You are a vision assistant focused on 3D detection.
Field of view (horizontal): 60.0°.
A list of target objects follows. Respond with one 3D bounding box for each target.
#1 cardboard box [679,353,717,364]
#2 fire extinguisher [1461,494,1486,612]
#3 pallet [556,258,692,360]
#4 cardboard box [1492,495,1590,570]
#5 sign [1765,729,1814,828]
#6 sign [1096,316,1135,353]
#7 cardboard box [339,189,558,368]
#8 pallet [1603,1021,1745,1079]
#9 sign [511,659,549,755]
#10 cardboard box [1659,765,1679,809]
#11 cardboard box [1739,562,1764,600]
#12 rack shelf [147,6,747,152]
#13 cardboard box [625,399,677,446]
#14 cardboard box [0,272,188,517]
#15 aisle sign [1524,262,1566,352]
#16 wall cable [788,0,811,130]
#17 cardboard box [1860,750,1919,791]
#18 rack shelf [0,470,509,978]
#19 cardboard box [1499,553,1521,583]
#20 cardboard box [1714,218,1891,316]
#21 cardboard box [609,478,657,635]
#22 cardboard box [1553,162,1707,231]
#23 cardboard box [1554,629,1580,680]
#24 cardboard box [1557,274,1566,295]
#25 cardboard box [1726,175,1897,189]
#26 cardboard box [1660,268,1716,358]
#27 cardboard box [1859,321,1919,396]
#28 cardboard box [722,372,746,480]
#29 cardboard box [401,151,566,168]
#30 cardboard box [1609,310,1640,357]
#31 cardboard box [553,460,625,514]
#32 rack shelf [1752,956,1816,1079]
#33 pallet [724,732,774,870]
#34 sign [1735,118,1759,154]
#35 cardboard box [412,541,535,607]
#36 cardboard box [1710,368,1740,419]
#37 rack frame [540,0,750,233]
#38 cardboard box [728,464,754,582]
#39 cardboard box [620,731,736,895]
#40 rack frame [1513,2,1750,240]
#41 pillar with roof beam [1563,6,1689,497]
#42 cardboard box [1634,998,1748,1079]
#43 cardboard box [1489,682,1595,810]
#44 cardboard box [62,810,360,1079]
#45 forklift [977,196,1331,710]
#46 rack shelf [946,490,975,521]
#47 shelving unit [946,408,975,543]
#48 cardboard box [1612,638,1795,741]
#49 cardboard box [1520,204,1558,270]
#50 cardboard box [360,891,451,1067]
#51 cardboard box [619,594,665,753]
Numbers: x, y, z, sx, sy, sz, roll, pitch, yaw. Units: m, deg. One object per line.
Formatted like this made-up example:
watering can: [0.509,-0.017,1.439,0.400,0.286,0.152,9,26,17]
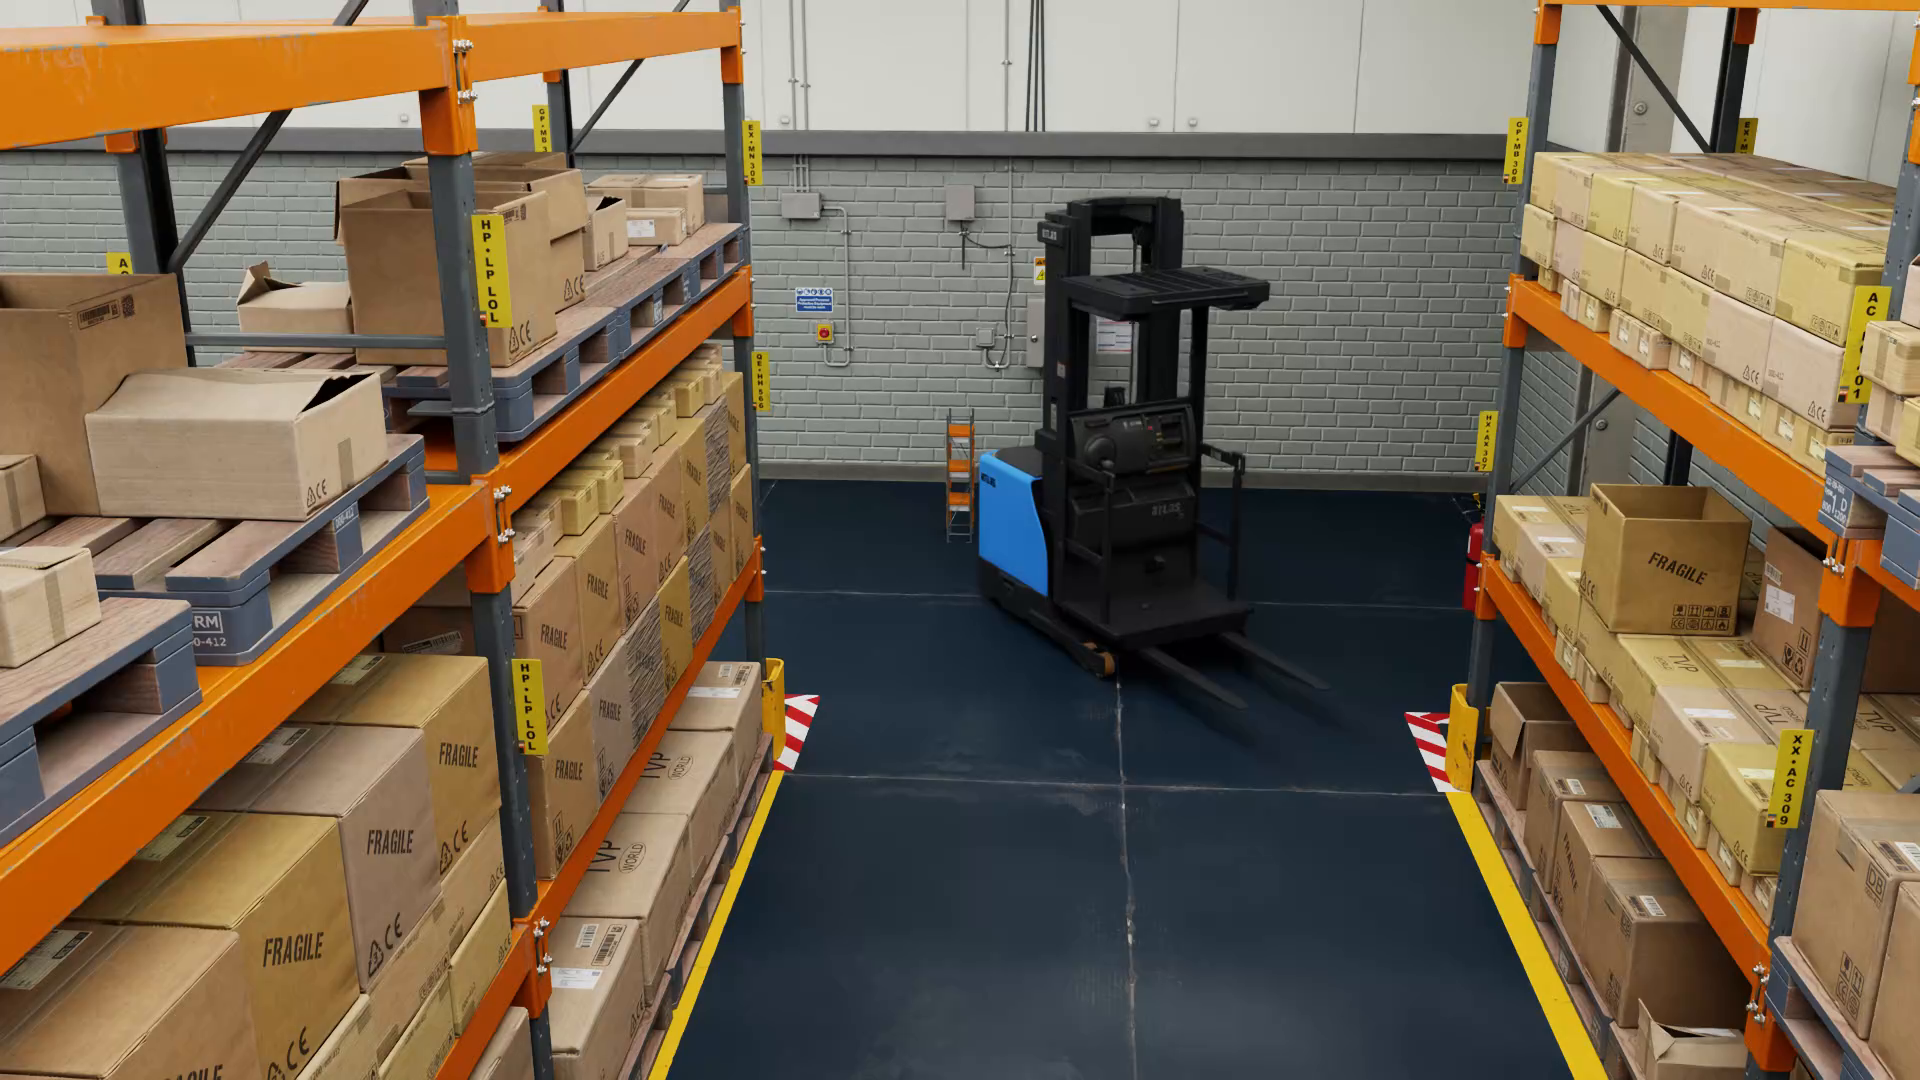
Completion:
cardboard box: [-1.438,-0.845,8.377,0.380,0.149,0.250,2,18,5]
fire extinguisher: [2.883,0.058,9.152,0.296,0.674,0.183,1,18,4]
pallet: [-1.745,-0.982,6.929,1.003,0.211,1.213,1,18,4]
cardboard box: [3.032,-0.035,8.476,0.500,0.250,0.500,1,18,4]
sign: [2.505,0.721,5.014,0.100,0.325,0.005,1,18,4]
sign: [1.356,-1.877,14.487,0.329,0.494,0.001,1,18,4]
cardboard box: [-1.653,-0.865,5.433,0.500,0.500,0.500,2,18,5]
pallet: [3.097,2.254,6.204,1.003,0.211,1.213,1,18,4]
sign: [-1.362,0.529,5.258,0.100,0.325,0.005,1,18,4]
cardboard box: [2.855,0.914,6.221,0.380,0.149,0.250,2,18,5]
cardboard box: [3.487,0.293,7.476,0.500,0.250,0.500,2,18,6]
rack shelf: [-1.761,-1.907,6.590,1.077,0.370,4.000,1,18,4]
cardboard box: [-1.480,-0.527,7.406,0.380,0.149,0.250,2,18,5]
cardboard box: [-2.257,-0.372,4.090,0.500,0.500,0.500,1,18,3]
aisle sign: [3.046,-1.363,8.590,0.394,0.787,0.004,1,18,4]
wall cable: [-1.491,-4.833,13.722,0.463,3.000,0.029,1,18,4]
cardboard box: [3.352,0.925,5.547,0.500,0.250,0.500,1,18,3]
rack shelf: [-2.048,0.570,3.203,1.077,0.370,4.000,1,18,4]
cardboard box: [3.036,0.115,8.657,0.380,0.149,0.250,1,18,3]
cardboard box: [2.870,-0.911,5.528,0.500,0.250,0.500,1,18,3]
cardboard box: [-1.538,0.052,6.681,0.500,0.500,0.500,2,18,5]
cardboard box: [2.996,-1.543,7.458,0.500,0.250,0.500,1,18,4]
cardboard box: [2.894,0.514,7.439,0.380,0.149,0.250,1,18,2]
cardboard box: [3.086,-1.230,7.946,0.380,0.149,0.250,2,18,5]
cardboard box: [3.516,-1.367,6.920,0.500,0.250,0.500,1,18,4]
cardboard box: [2.907,-0.829,6.082,0.500,0.250,0.500,2,18,5]
cardboard box: [2.588,-0.469,4.311,0.380,0.149,0.250,2,18,6]
cardboard box: [-1.415,-0.577,8.601,0.500,0.500,0.500,2,18,6]
cardboard box: [-1.912,-1.307,6.781,0.500,0.500,0.500,2,18,5]
cardboard box: [2.872,-0.838,6.750,0.380,0.149,0.250,1,18,4]
cardboard box: [-1.517,-0.208,6.433,0.380,0.149,0.250,1,18,2]
rack shelf: [2.903,2.105,3.336,1.077,0.370,4.000,1,18,4]
pallet: [-1.597,1.366,8.916,1.003,0.211,1.213,1,18,4]
sign: [3.886,-1.927,8.249,0.100,0.325,0.005,1,18,4]
cardboard box: [-1.623,0.110,5.463,0.380,0.149,0.250,1,18,3]
cardboard box: [2.849,-0.517,5.770,0.380,0.149,0.250,1,18,4]
rack frame: [-1.618,-3.060,8.311,1.000,3.000,0.127,1,18,4]
cardboard box: [-1.388,-0.101,8.754,0.500,0.500,0.500,1,18,4]
cardboard box: [-1.622,1.300,8.078,0.875,0.438,0.875,2,18,5]
rack frame: [3.334,-2.951,7.976,1.000,3.000,0.127,1,18,4]
pillar with roof beam: [0.132,-3.864,10.764,9.100,9.000,0.400,1,18,4]
cardboard box: [2.819,1.952,6.366,0.396,0.266,0.258,2,18,6]
cardboard box: [3.195,1.075,8.661,0.797,0.503,0.637,1,18,2]
cardboard box: [-1.772,0.972,3.872,0.500,0.500,0.500,2,18,6]
forklift: [1.243,-0.662,10.737,1.130,2.935,3.031,-9,20,-26]
rack shelf: [0.004,-0.241,13.400,0.215,0.259,0.240,1,18,4]
shelving unit: [0.004,-0.516,13.310,0.215,1.050,0.252,1,18,4]
cardboard box: [2.910,0.598,6.543,0.500,0.250,0.500,1,18,4]
cardboard box: [3.029,-1.464,8.019,0.500,0.250,0.500,1,18,3]
cardboard box: [-1.722,1.164,4.491,0.500,0.250,0.500,2,18,5]
cardboard box: [-1.527,0.535,6.813,0.500,0.500,0.500,1,18,4]
